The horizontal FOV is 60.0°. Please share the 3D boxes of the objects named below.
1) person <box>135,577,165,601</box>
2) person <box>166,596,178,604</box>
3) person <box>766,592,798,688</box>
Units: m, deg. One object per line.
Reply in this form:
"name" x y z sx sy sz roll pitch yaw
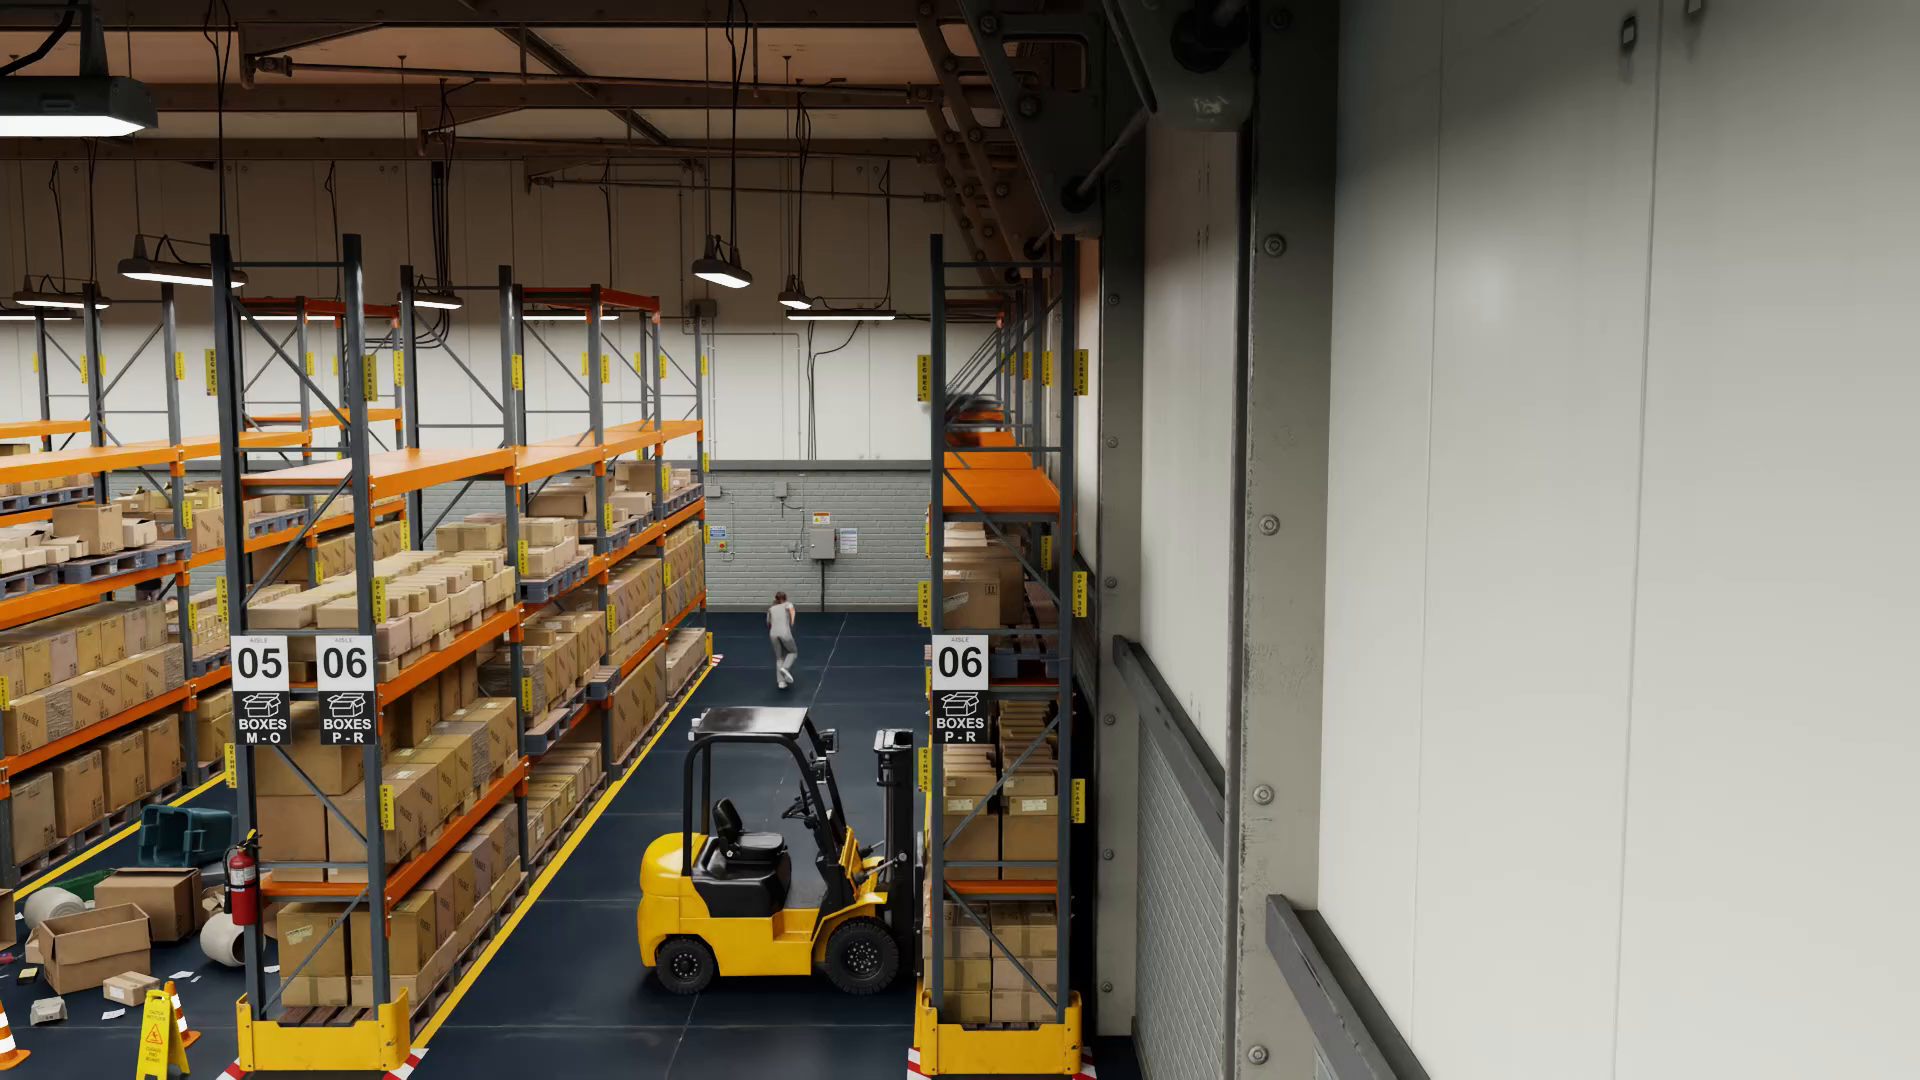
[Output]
"person" -14.825 0.953 30.391 0.647 1.765 0.780 -6 8 -41
"person" -11.494 1.665 24.304 0.568 1.668 0.688 -1 6 -7
"person" -2.797 1.555 26.171 0.587 1.434 0.932 1 6 9
